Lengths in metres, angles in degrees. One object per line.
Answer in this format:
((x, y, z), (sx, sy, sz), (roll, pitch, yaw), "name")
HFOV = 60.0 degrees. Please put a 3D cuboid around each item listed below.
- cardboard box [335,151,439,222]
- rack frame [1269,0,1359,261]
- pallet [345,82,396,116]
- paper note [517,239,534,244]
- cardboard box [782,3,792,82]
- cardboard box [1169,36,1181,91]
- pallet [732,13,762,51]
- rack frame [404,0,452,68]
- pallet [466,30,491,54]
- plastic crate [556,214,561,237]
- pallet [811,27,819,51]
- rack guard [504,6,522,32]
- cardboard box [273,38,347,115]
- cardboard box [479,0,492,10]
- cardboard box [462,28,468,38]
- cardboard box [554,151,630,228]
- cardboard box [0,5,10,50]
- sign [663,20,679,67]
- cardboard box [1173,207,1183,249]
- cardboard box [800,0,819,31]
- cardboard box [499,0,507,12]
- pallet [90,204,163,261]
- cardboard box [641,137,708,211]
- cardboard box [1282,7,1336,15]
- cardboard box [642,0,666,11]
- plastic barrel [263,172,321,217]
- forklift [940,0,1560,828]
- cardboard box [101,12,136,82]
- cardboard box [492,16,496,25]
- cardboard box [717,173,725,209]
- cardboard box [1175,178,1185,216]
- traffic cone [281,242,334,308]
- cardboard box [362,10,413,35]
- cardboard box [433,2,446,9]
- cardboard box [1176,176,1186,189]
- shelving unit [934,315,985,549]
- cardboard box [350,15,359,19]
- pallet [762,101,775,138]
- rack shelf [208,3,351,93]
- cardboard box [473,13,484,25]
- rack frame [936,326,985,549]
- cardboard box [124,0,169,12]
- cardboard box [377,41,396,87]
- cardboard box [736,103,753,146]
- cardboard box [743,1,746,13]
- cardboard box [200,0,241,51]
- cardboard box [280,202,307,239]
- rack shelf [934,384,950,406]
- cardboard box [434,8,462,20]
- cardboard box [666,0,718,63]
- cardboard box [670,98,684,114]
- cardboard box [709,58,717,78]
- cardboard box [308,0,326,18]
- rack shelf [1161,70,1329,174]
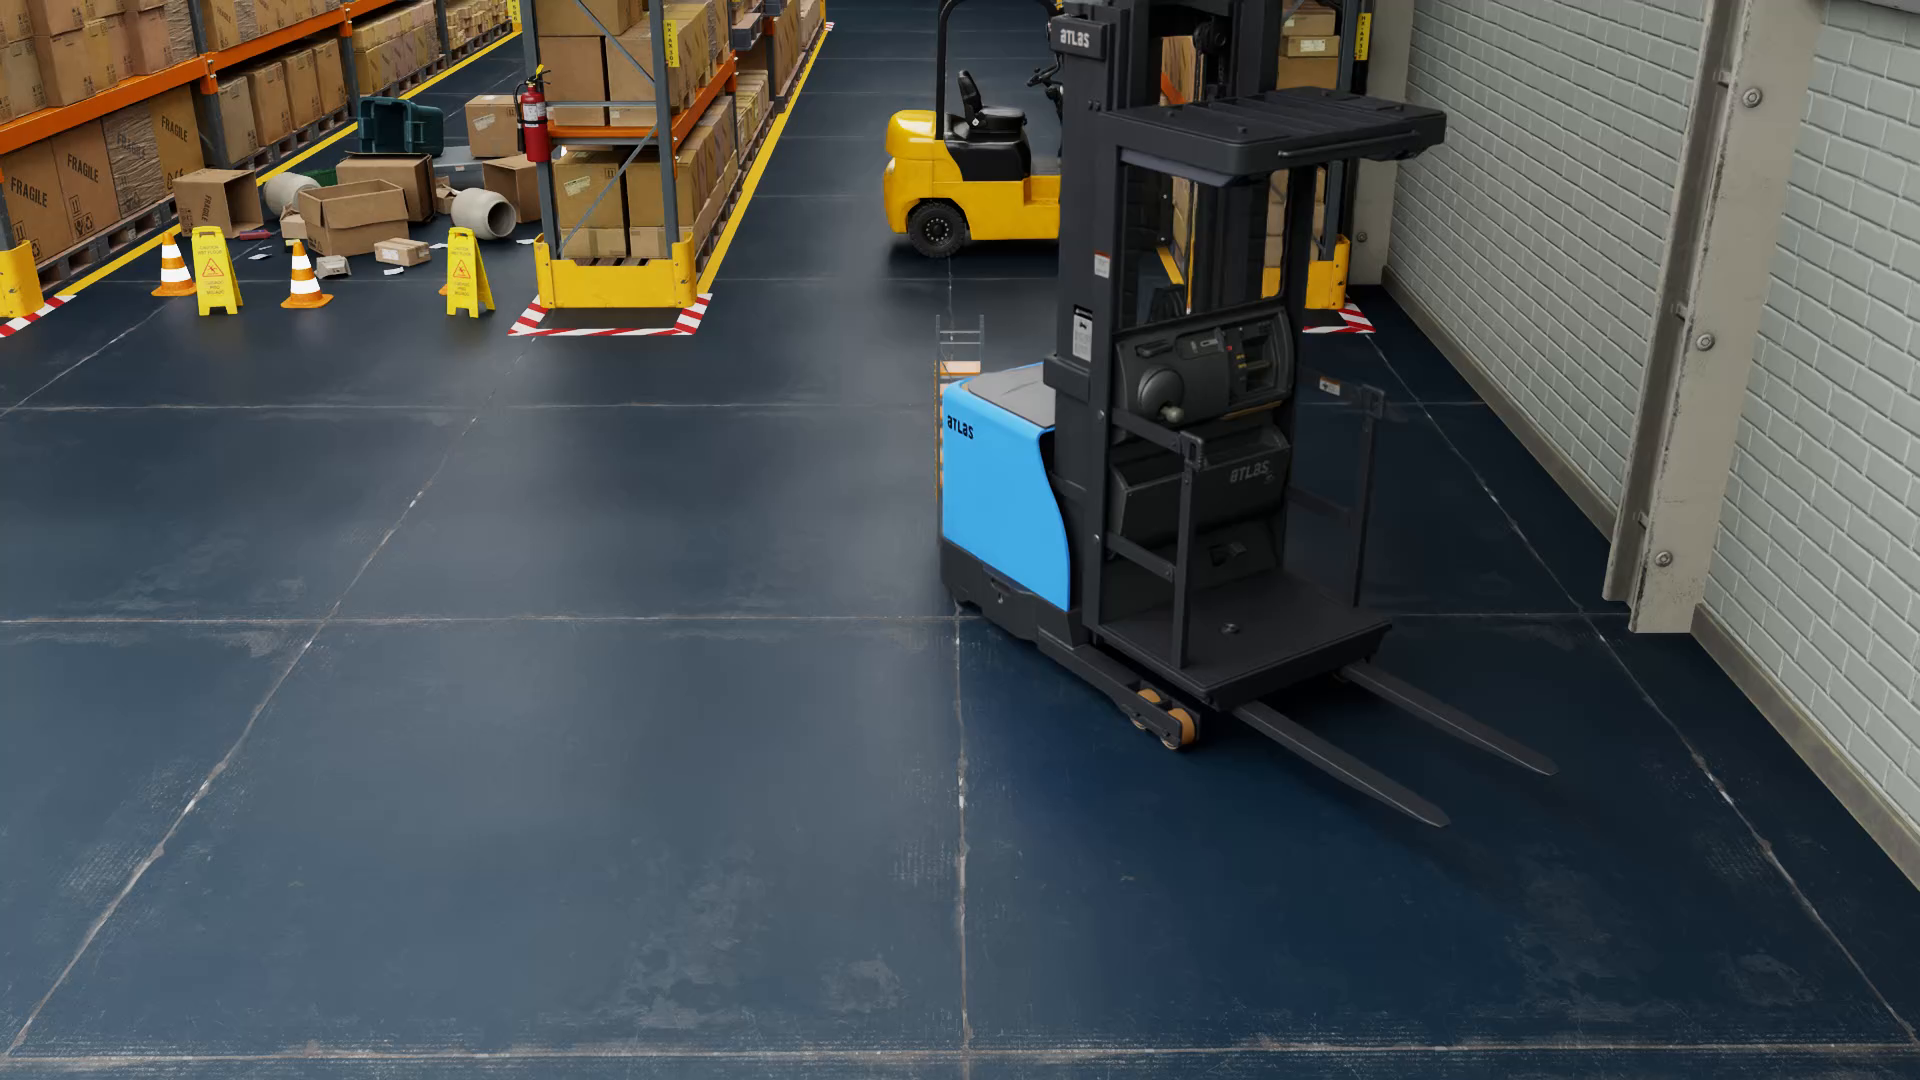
((-5.191, -3.195, 15.038), (0.797, 0.637, 0.503), (0, 24, -1), "cardboard box")
((2.342, -3.196, 12.177), (1.000, 3.000, 0.127), (0, 24, -1), "rack frame")
((-7.665, -5.457, 20.559), (1.003, 0.211, 1.213), (0, 24, -1), "pallet")
((-3.777, -2.602, 14.466), (0.142, 0.019, 0.148), (-9, 26, -19), "paper note")
((-2.639, -6.345, 21.207), (0.875, 0.875, 0.875), (0, 24, 0), "cardboard box")
((2.055, -4.076, 14.000), (0.500, 0.500, 0.500), (0, 24, 0), "cardboard box")
((-2.528, -5.049, 16.506), (1.003, 0.211, 1.213), (0, 24, -1), "pallet")
((-7.701, -8.053, 22.916), (1.000, 3.000, 0.127), (0, 24, -1), "rack frame")
((-7.760, -7.563, 25.217), (1.003, 0.211, 1.213), (0, 24, -1), "pallet")
((-3.468, -2.840, 14.932), (0.402, 0.080, 0.583), (-9, 26, -19), "plastic crate")
((-2.699, -7.664, 25.440), (1.003, 0.211, 1.213), (0, 24, -1), "pallet")
((-7.744, -8.531, 27.007), (1.175, 0.500, 0.348), (0, 24, -1), "rack guard")
((-7.741, -5.320, 19.093), (1.050, 0.750, 0.750), (-1, 24, -1), "cardboard box")
((-7.413, -8.221, 25.514), (0.380, 0.149, 0.250), (1, 24, 1), "cardboard box")
((-7.532, -7.524, 24.696), (0.380, 0.149, 0.250), (-1, 24, -3), "cardboard box")
((-2.891, -2.782, 13.177), (0.500, 0.500, 0.500), (0, 24, 0), "cardboard box")
((-7.536, -3.822, 12.068), (0.875, 0.550, 0.550), (0, 24, -1), "cardboard box")
((-2.079, -3.569, 11.952), (0.100, 0.325, 0.005), (0, 24, -1), "sign")
((2.025, -2.532, 13.535), (0.500, 0.250, 0.500), (0, 24, -1), "cardboard box")
((-2.671, -8.141, 25.709), (0.875, 0.438, 0.875), (0, 24, 1), "cardboard box")
((-7.454, -8.513, 26.522), (0.380, 0.149, 0.250), (-1, 24, -2), "cardboard box")
((-7.668, -2.669, 14.394), (1.003, 0.211, 1.213), (0, 24, -1), "pallet")
((-2.365, -3.012, 13.686), (0.500, 0.500, 0.500), (-1, 24, -3), "cardboard box")
((2.611, -3.922, 12.513), (0.380, 0.149, 0.250), (1, 24, 1), "cardboard box")
((-2.819, -4.643, 13.681), (0.700, 0.500, 0.500), (0, 24, -1), "cardboard box")
((-6.068, -3.122, 15.140), (0.512, 0.421, 0.421), (19, 30, 35), "plastic barrel")
((1.145, -0.699, 6.739), (1.130, 2.935, 3.031), (-16, 29, -31), "forklift")
((-7.681, -4.224, 14.267), (0.875, 0.550, 0.550), (0, 24, -1), "cardboard box")
((-7.510, -8.163, 26.109), (0.380, 0.149, 0.250), (0, 24, -1), "cardboard box")
((-2.374, -3.088, 14.765), (0.500, 0.250, 0.500), (0, 24, 0), "cardboard box")
((2.029, -2.769, 13.452), (0.500, 0.250, 0.500), (0, 24, -1), "cardboard box")
((-5.023, -2.043, 12.705), (0.336, 0.463, 0.334), (0, 24, -1), "traffic cone")
((-7.428, -6.712, 21.564), (0.500, 0.250, 0.500), (-1, 24, -3), "cardboard box")
((-7.946, -8.002, 25.031), (0.380, 0.149, 0.250), (0, 24, 0), "cardboard box")
((2.013, -2.989, 13.333), (0.500, 0.250, 0.500), (0, 24, 0), "cardboard box")
((0.000, -0.541, 8.490), (0.258, 1.200, 0.189), (0, 24, -1), "shelving unit")
((-7.934, -6.497, 21.090), (0.500, 0.250, 0.500), (0, 24, 1), "cardboard box")
((-2.702, -4.876, 19.276), (1.003, 0.211, 1.213), (0, 24, -1), "pallet")
((-7.636, -5.253, 17.598), (1.077, 0.370, 4.000), (0, 24, -1), "rack shelf")
((-7.413, -7.867, 25.093), (0.380, 0.149, 0.250), (0, 24, 0), "cardboard box")
((0.001, -0.503, 8.406), (0.240, 1.200, 0.006), (0, 24, -1), "rack frame")
((-7.522, -4.939, 14.538), (0.875, 0.550, 0.550), (0, 24, -1), "cardboard box")
((-7.419, -5.957, 20.806), (0.500, 0.500, 0.500), (0, 24, 0), "cardboard box")
((-2.685, -4.327, 17.357), (0.950, 0.372, 0.625), (1, 24, 3), "cardboard box")
((-2.390, -5.452, 16.961), (0.380, 0.149, 0.250), (0, 24, 0), "cardboard box")
((-7.351, -5.020, 16.089), (0.500, 0.500, 0.500), (0, 24, 0), "cardboard box")
((-5.754, -2.811, 14.643), (0.396, 0.266, 0.258), (4, 25, 9), "cardboard box")
((0.000, -0.719, 8.409), (0.258, 0.103, 0.180), (0, 24, -1), "rack shelf")
((-7.519, -7.685, 24.329), (0.380, 0.149, 0.250), (-1, 24, -2), "cardboard box")
((-2.389, -4.394, 14.343), (0.500, 0.500, 0.500), (0, 24, 1), "cardboard box")
((-2.357, -3.413, 12.960), (0.380, 0.149, 0.250), (-1, 24, -2), "cardboard box")
((-2.343, -4.157, 14.605), (0.380, 0.149, 0.250), (-1, 24, -1), "cardboard box")
((-7.380, -6.061, 18.389), (0.500, 0.500, 0.500), (0, 24, -1), "cardboard box")
((2.320, -3.693, 14.148), (1.077, 0.370, 4.000), (0, 24, -1), "rack shelf")
